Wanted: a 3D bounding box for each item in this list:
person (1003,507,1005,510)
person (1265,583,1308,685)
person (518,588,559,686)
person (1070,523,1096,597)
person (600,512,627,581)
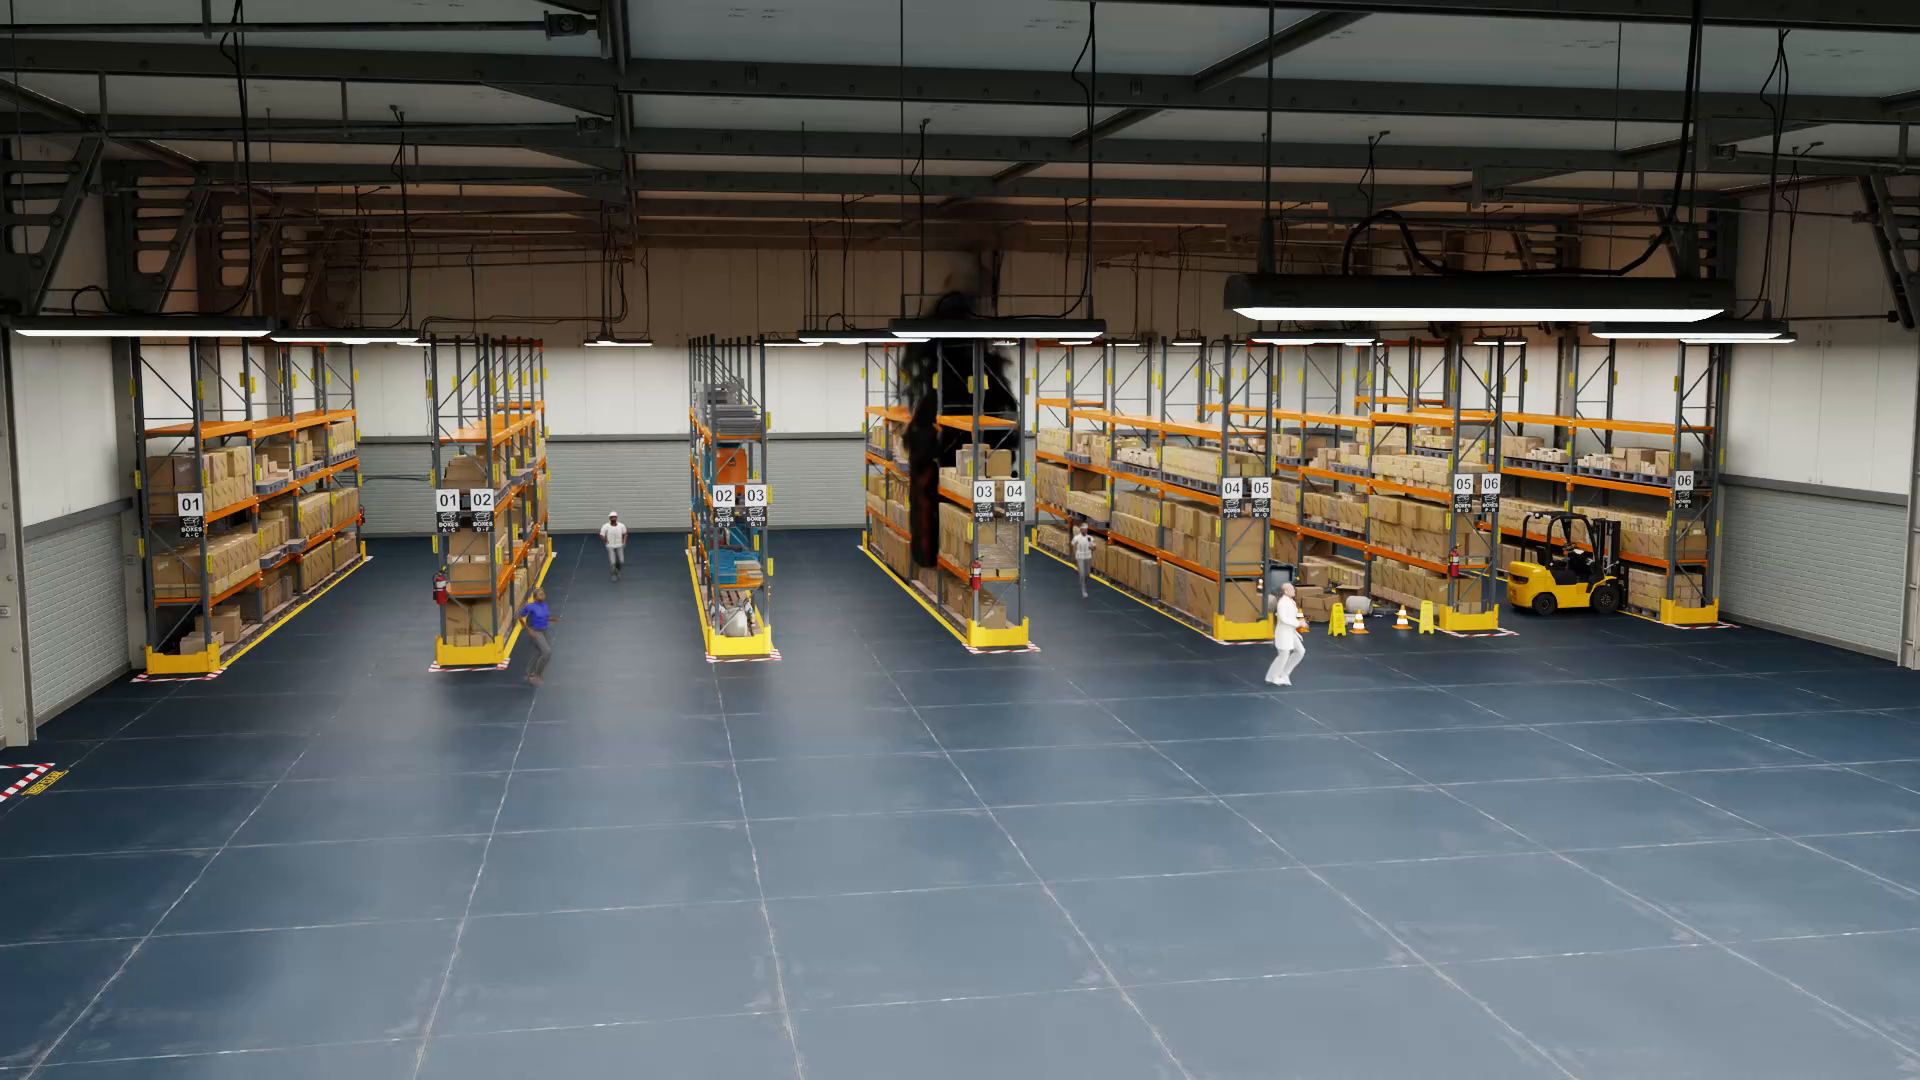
[{"bbox_3d":[1.514,-0.729,49.155,0.845,1.646,0.675,-6,9,-41],"label":"person"},{"bbox_3d":[5.595,1.618,28.348,0.745,1.798,0.732,3,7,28],"label":"person"},{"bbox_3d":[-7.185,1.663,28.501,0.683,1.684,0.548,3,7,22],"label":"person"},{"bbox_3d":[2.877,0.439,38.634,0.575,1.684,0.921,-1,7,-11],"label":"person"},{"bbox_3d":[-8.510,0.165,41.012,0.691,1.721,0.585,-3,7,-21],"label":"person"}]
